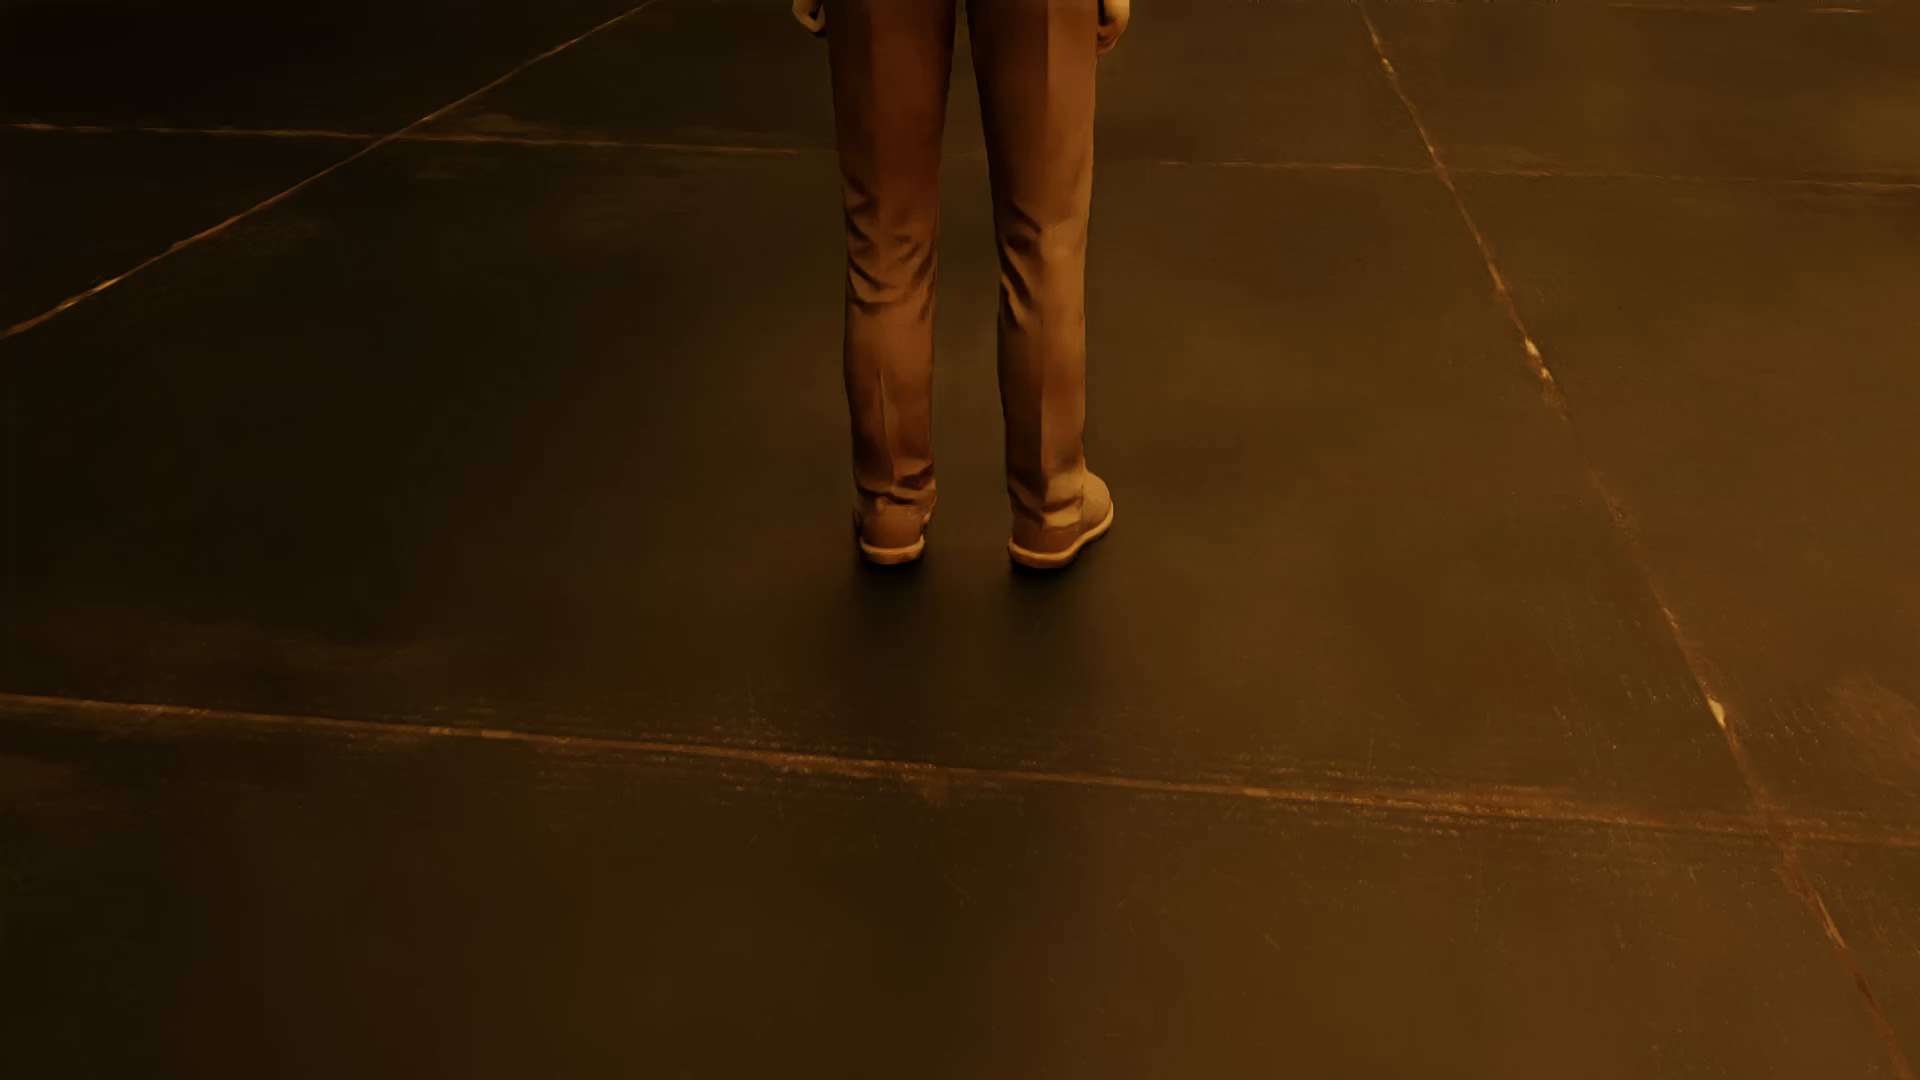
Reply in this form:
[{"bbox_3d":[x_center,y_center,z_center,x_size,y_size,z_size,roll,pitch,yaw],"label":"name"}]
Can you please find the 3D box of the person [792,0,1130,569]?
[{"bbox_3d":[0.001,-0.761,2.137,0.463,1.692,0.337,3,27,7],"label":"person"}]
